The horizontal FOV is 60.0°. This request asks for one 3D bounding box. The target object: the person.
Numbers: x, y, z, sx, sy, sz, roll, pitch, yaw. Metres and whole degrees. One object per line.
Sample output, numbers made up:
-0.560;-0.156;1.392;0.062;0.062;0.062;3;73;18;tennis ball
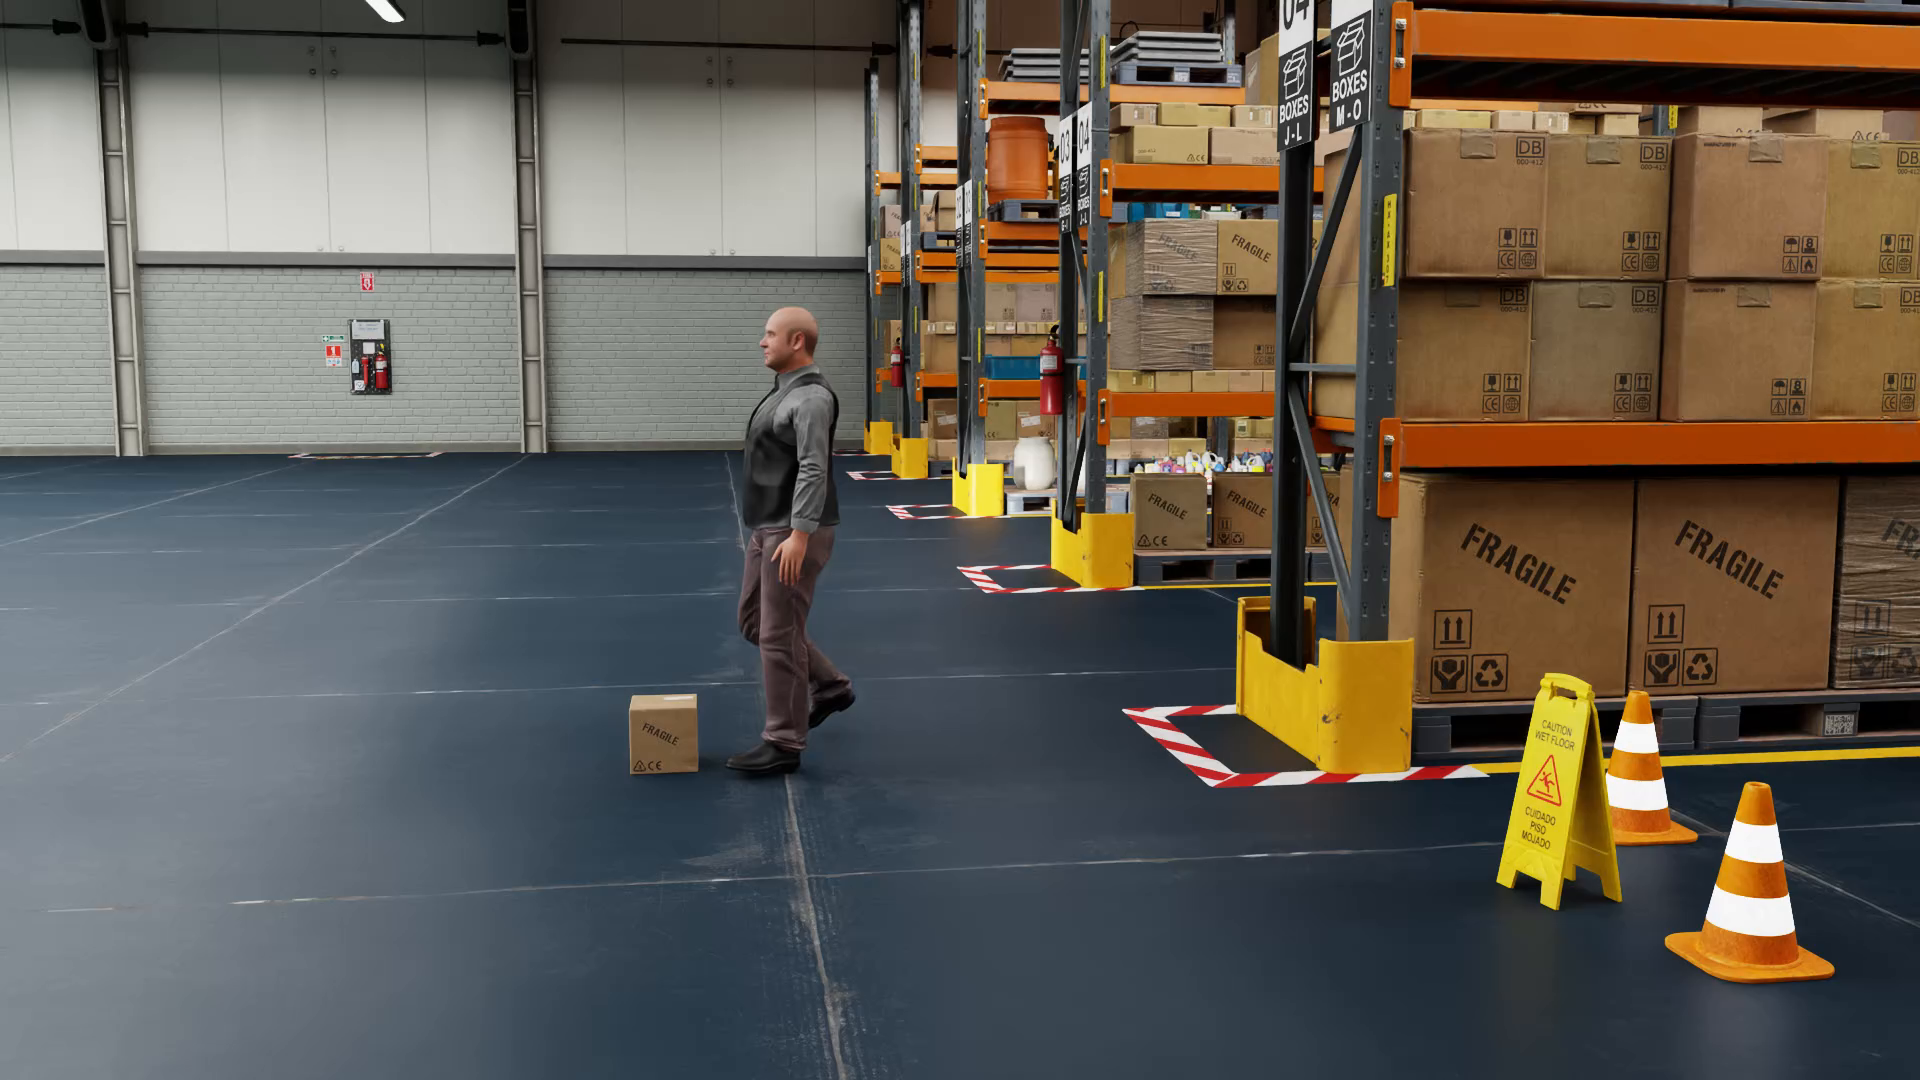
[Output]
-0.657;-0.019;6.335;0.556;1.723;0.634;-2;7;-16;person
